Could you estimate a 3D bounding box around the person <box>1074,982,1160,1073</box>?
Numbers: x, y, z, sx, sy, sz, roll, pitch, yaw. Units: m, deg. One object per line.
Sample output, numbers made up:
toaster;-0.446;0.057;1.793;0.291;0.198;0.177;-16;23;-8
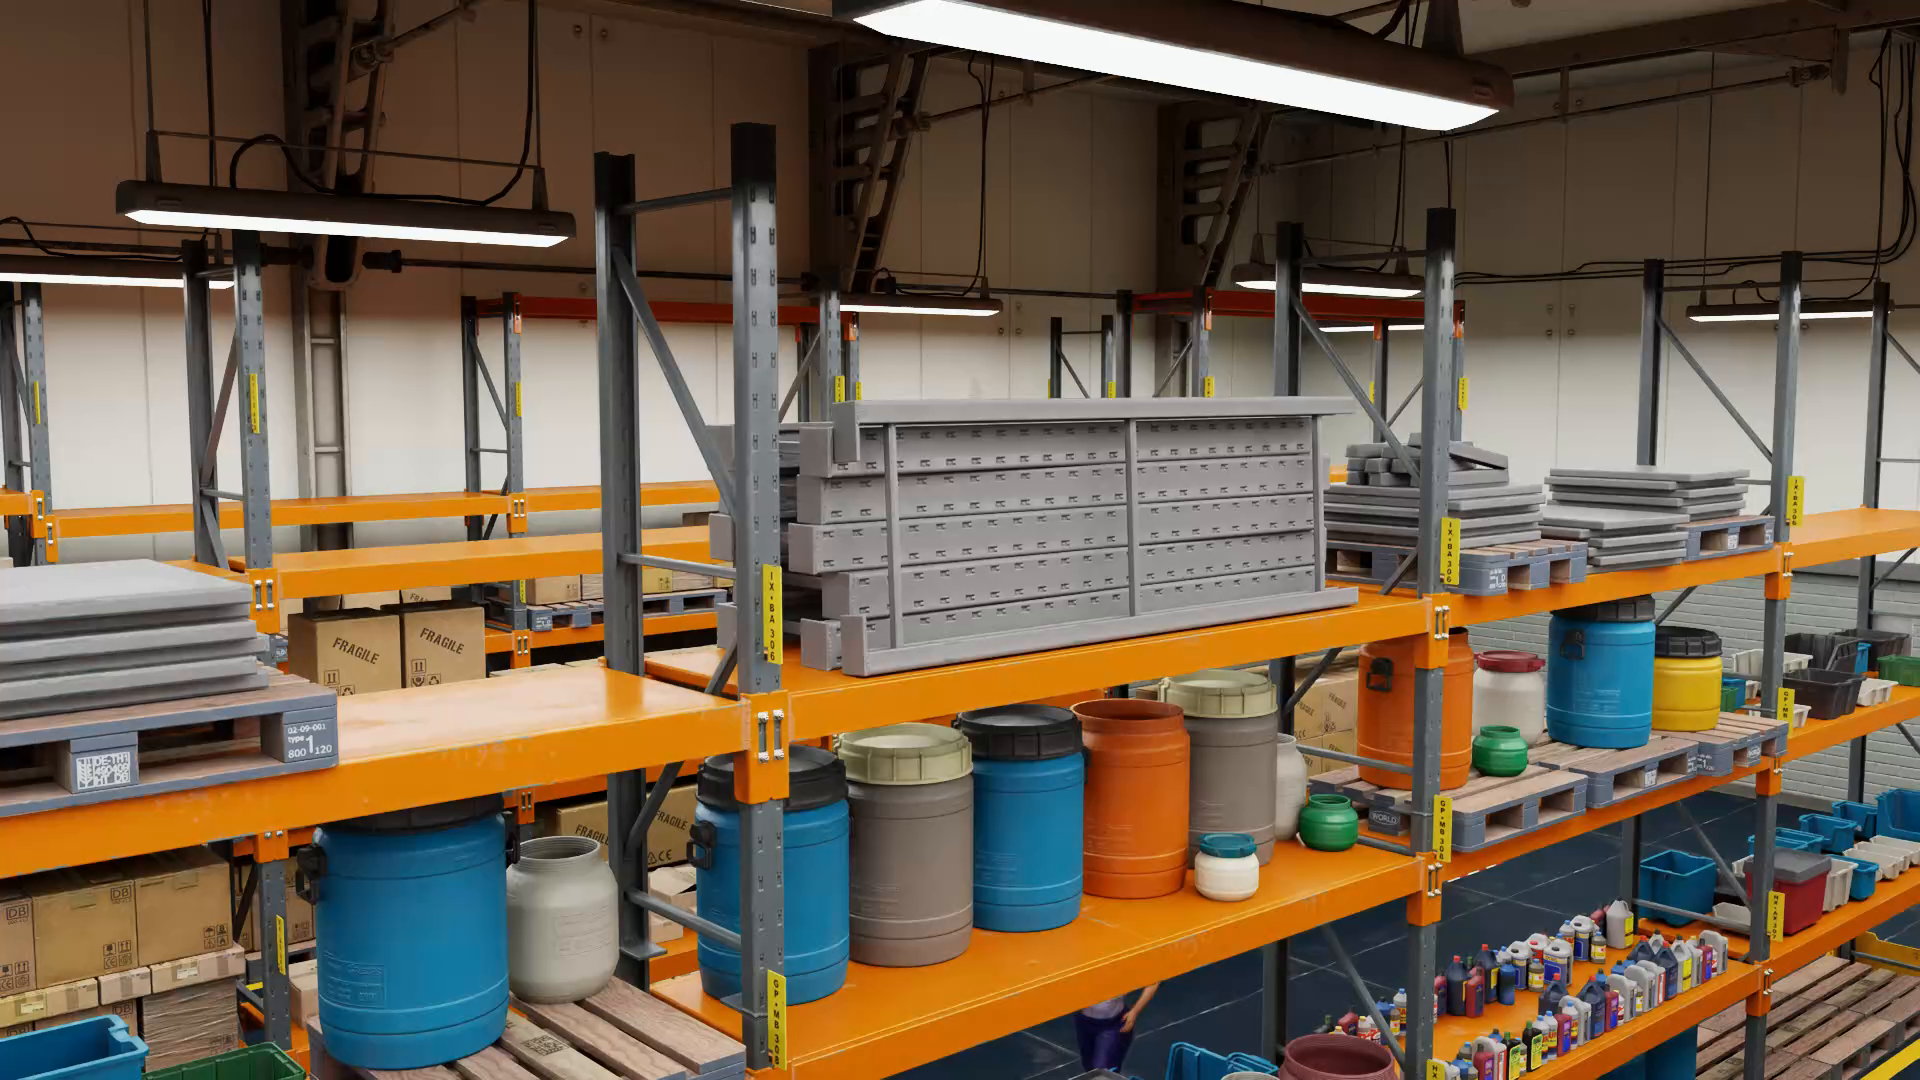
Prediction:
person;0.950;3.317;11.120;0.586;1.664;0.661;5;7;40
